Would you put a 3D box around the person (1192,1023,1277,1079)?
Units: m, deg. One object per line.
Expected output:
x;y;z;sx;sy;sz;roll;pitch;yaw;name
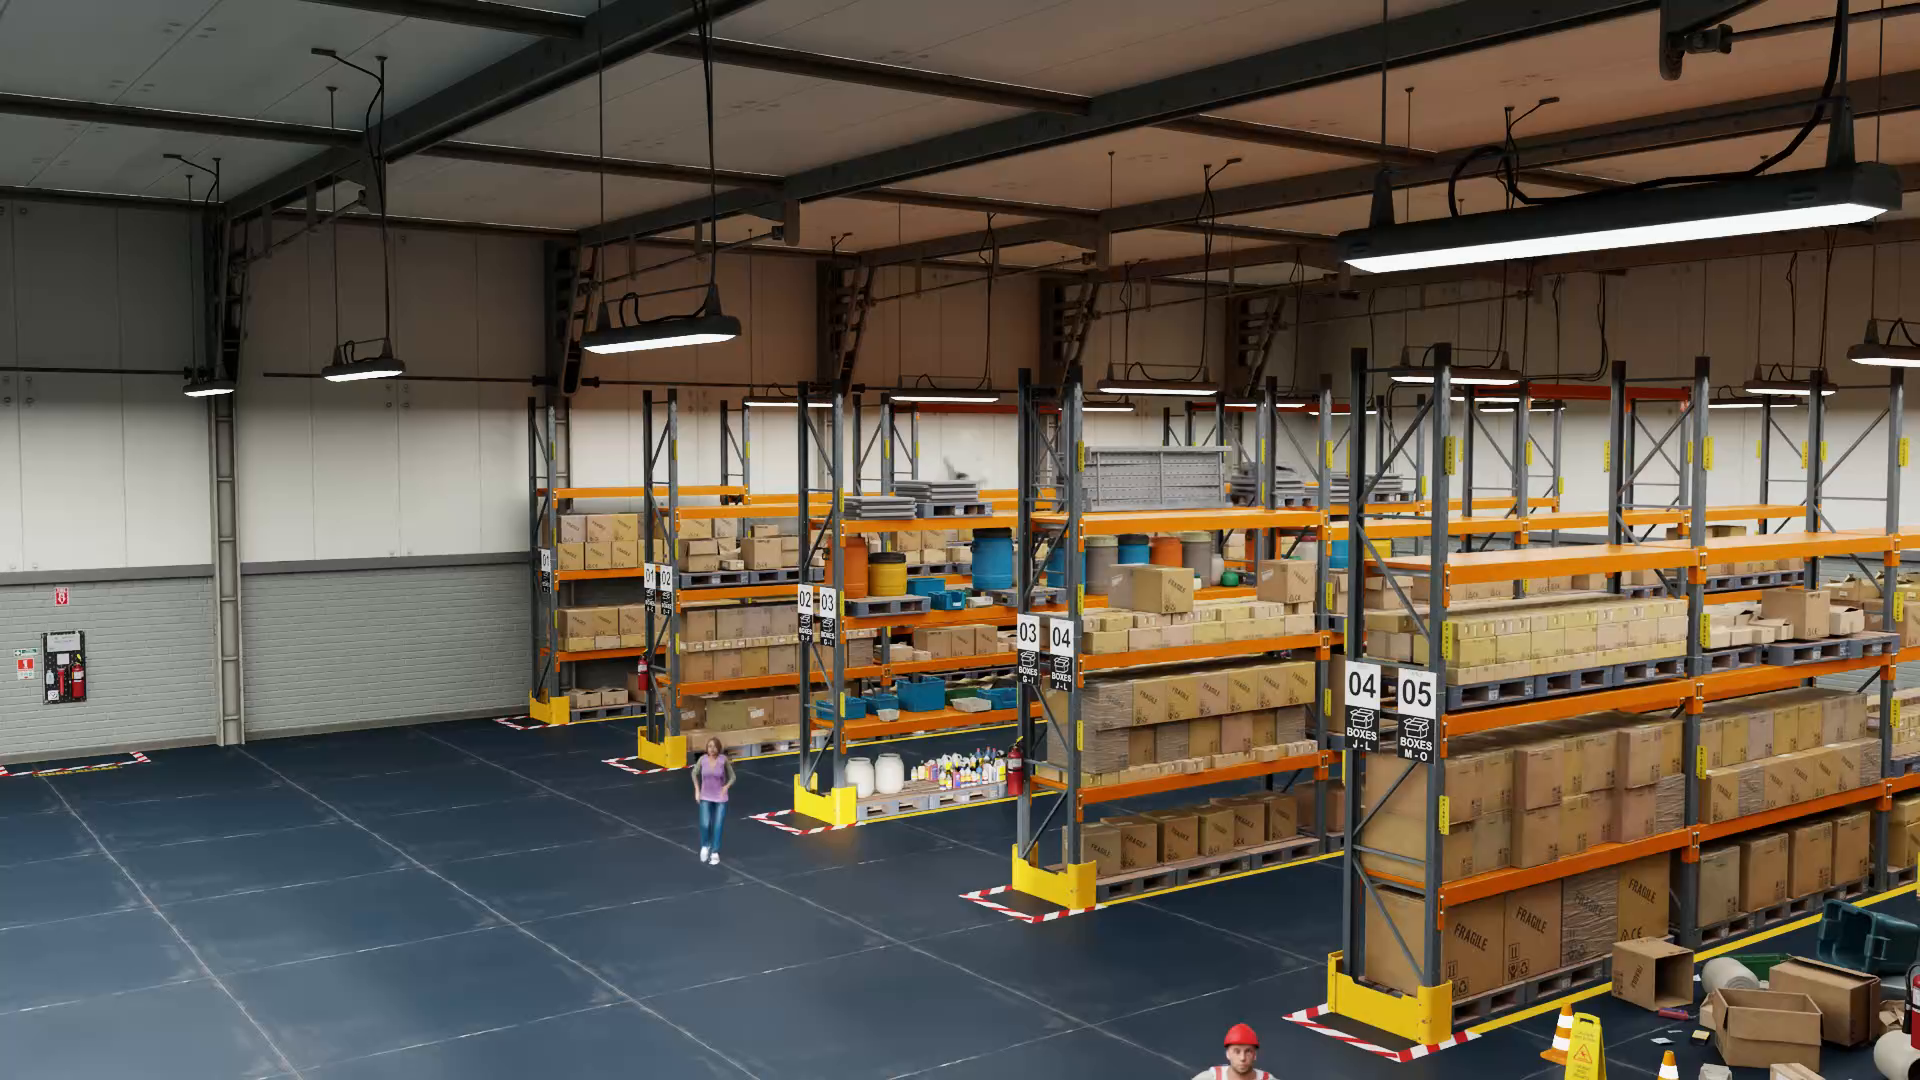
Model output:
1.623;3.704;9.687;0.645;1.741;0.606;0;3;3;person

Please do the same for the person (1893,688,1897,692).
13.354;2.923;23.878;0.850;1.701;0.625;-2;4;-31;person

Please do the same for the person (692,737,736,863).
-3.000;3.179;20.250;0.544;1.570;0.575;0;3;-7;person
